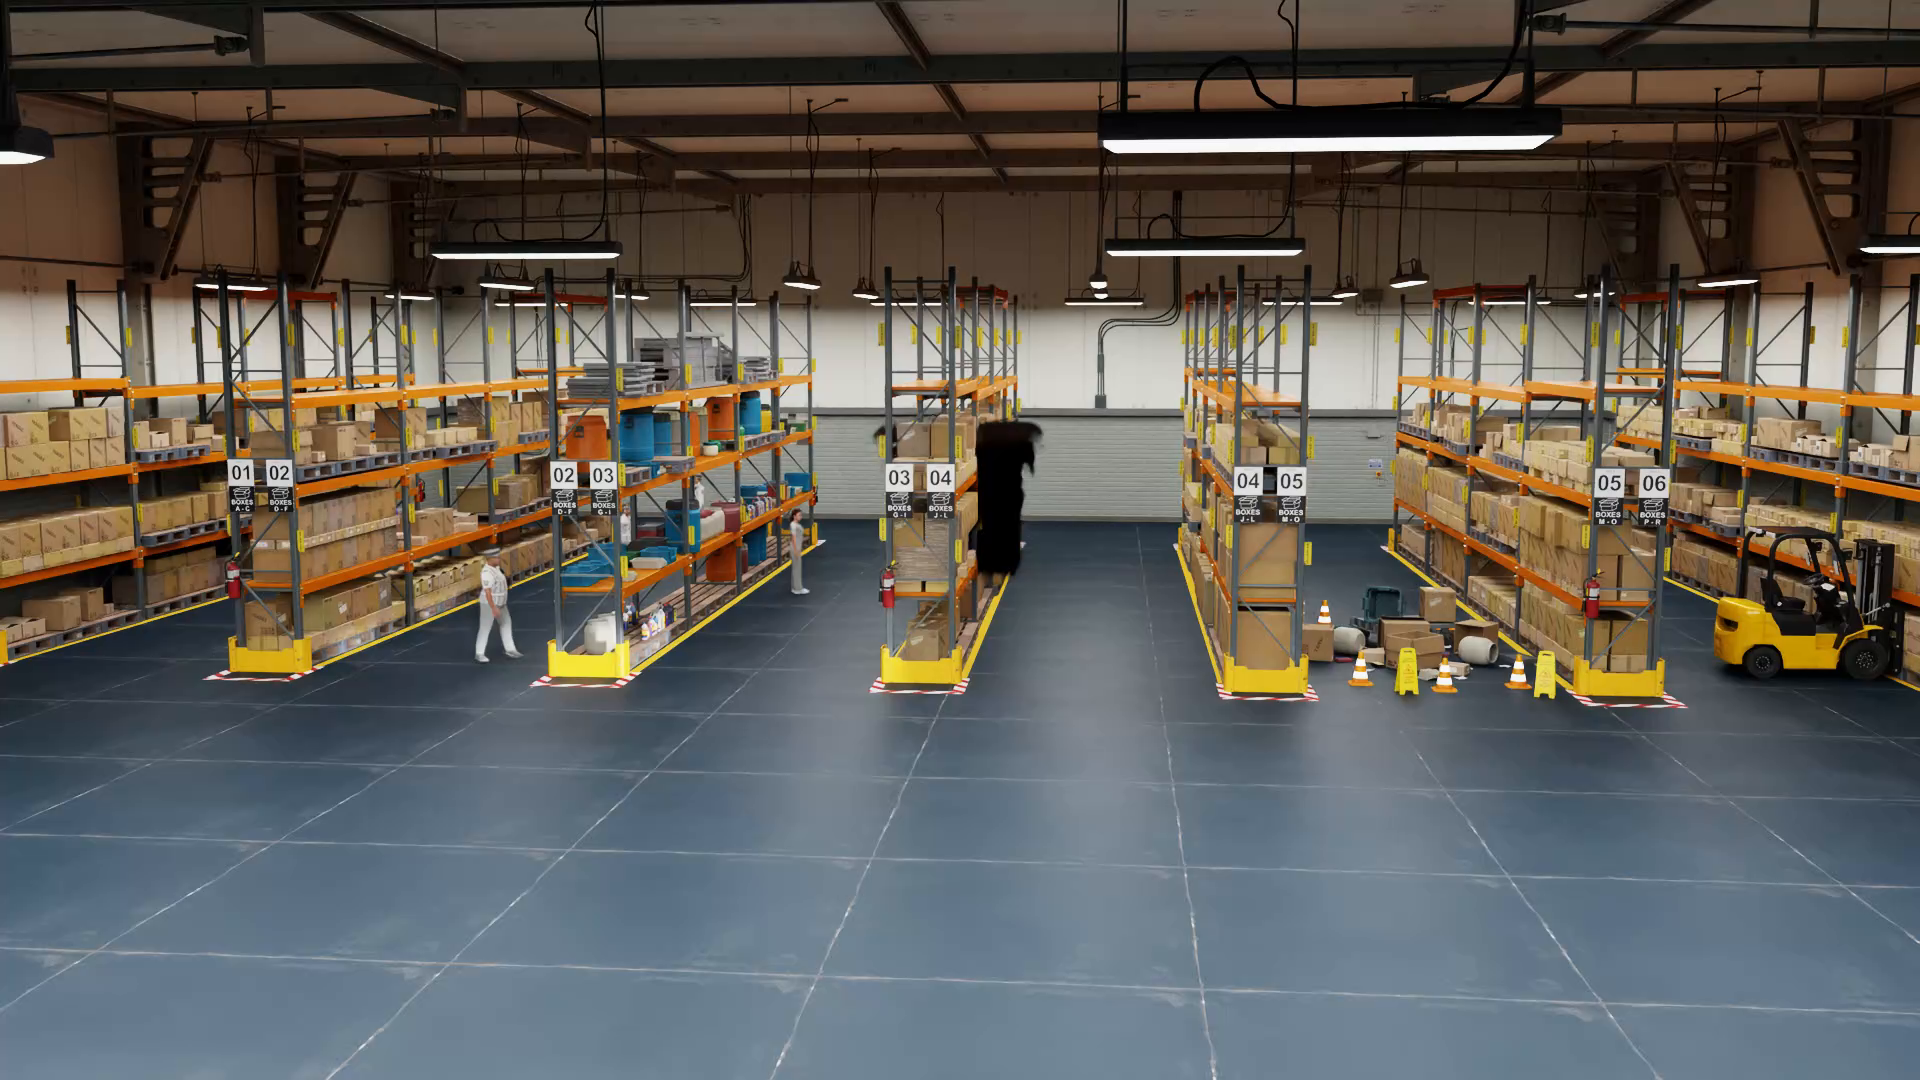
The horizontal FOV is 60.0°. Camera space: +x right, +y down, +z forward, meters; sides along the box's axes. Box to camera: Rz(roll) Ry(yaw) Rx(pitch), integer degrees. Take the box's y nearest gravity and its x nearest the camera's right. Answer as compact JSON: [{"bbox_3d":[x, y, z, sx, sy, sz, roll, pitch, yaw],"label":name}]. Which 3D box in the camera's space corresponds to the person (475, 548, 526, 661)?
[{"bbox_3d":[-7.213,1.008,25.889,0.597,1.781,0.692,2,7,16],"label":"person"}]

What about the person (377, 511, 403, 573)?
[{"bbox_3d":[-12.282,-0.137,35.711,0.533,1.609,0.951,0,7,-1],"label":"person"}]

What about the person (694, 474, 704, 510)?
[{"bbox_3d":[-6.558,-0.793,41.047,0.422,1.701,0.554,-7,10,-44],"label":"person"}]

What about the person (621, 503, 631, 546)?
[{"bbox_3d":[-6.700,0.069,33.831,0.554,1.669,0.507,2,7,12],"label":"person"}]

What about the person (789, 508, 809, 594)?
[{"bbox_3d":[-3.152,0.212,32.542,0.404,1.674,0.501,0,7,1],"label":"person"}]
